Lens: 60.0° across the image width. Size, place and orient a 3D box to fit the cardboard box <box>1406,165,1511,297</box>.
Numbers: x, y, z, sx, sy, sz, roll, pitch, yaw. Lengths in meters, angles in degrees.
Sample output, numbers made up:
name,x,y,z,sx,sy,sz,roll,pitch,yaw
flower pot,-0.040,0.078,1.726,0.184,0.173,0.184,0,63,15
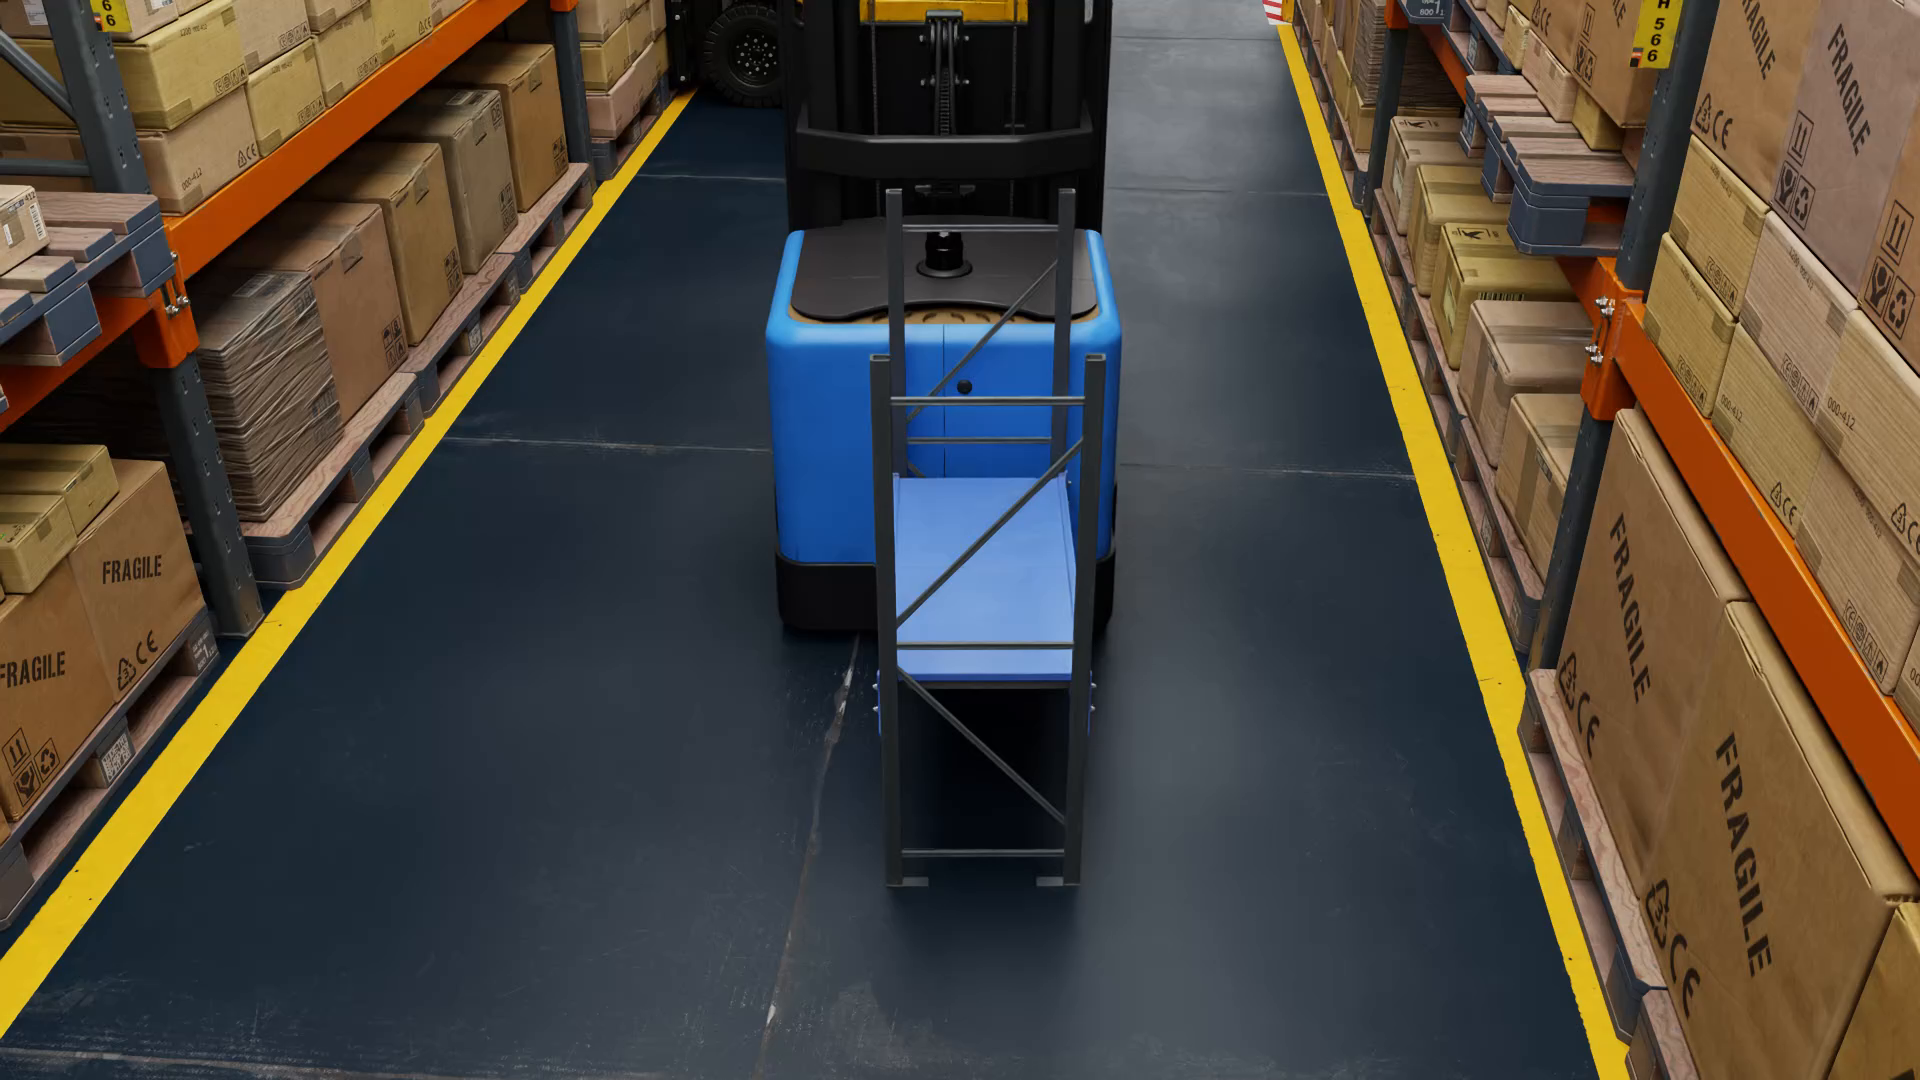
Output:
name,x,y,z,sx,sy,sz,roll,pitch,yaw
cardboard box,2.444,-1.307,7.116,0.950,0.372,0.625,4,32,7

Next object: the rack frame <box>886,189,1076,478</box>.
name,x,y,z,sx,sy,sz,roll,pitch,yaw
rack frame,0.054,-0.282,4.778,0.500,1.500,0.032,0,32,0

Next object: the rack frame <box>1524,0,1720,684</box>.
name,x,y,z,sx,sy,sz,roll,pitch,yaw
rack frame,2.213,-0.805,4.198,1.000,3.000,0.127,2,32,4

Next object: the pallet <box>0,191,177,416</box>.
name,x,y,z,sx,sy,sz,roll,pitch,yaw
pallet,-2.719,-0.576,4.009,1.213,0.211,1.003,2,32,4

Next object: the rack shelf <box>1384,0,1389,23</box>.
name,x,y,z,sx,sy,sz,roll,pitch,yaw
rack shelf,2.702,-3.637,9.478,1.077,0.370,4.000,2,32,4

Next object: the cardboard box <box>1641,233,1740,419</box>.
name,x,y,z,sx,sy,sz,roll,pitch,yaw
cardboard box,1.923,-0.496,3.839,0.500,0.250,0.500,2,32,3

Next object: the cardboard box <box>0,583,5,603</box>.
name,x,y,z,sx,sy,sz,roll,pitch,yaw
cardboard box,-2.579,0.143,4.024,0.380,0.149,0.250,1,32,2

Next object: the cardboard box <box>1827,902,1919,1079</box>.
name,x,y,z,sx,sy,sz,roll,pitch,yaw
cardboard box,1.924,1.212,2.550,0.875,0.875,0.875,3,32,5

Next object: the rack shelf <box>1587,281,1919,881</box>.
name,x,y,z,sx,sy,sz,roll,pitch,yaw
rack shelf,2.051,0.547,2.690,1.077,0.370,4.000,2,32,4

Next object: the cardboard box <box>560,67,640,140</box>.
name,x,y,z,sx,sy,sz,roll,pitch,yaw
cardboard box,-2.039,-2.354,8.932,0.500,0.250,0.500,3,32,4

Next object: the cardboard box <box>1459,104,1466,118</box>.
name,x,y,z,sx,sy,sz,roll,pitch,yaw
cardboard box,2.856,-2.202,8.685,0.500,0.250,0.500,1,32,2

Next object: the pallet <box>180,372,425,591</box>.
name,x,y,z,sx,sy,sz,roll,pitch,yaw
pallet,-2.628,-0.257,5.966,1.003,0.211,1.213,2,32,4

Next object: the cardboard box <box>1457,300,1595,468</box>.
name,x,y,z,sx,sy,sz,roll,pitch,yaw
cardboard box,2.321,-0.547,5.883,0.950,0.372,0.625,2,32,3

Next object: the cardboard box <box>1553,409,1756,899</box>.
name,x,y,z,sx,sy,sz,roll,pitch,yaw
cardboard box,2.074,0.278,4.065,0.875,0.875,0.875,2,32,4

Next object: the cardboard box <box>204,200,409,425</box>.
name,x,y,z,sx,sy,sz,roll,pitch,yaw
cardboard box,-2.624,-0.851,6.135,0.875,0.625,0.625,3,32,6

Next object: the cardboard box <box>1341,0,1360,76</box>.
name,x,y,z,sx,sy,sz,roll,pitch,yaw
cardboard box,2.359,-2.811,8.959,0.500,0.500,0.500,3,32,5

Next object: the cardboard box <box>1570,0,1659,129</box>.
name,x,y,z,sx,sy,sz,roll,pitch,yaw
cardboard box,1.973,-1.403,4.388,0.500,0.500,0.500,2,32,3

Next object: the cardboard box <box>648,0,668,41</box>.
name,x,y,z,sx,sy,sz,roll,pitch,yaw
cardboard box,-1.970,-3.094,9.655,0.500,0.250,0.500,2,32,4

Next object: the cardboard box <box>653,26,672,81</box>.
name,x,y,z,sx,sy,sz,roll,pitch,yaw
cardboard box,-1.987,-2.890,9.800,0.500,0.250,0.500,3,32,5

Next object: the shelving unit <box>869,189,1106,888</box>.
name,x,y,z,sx,sy,sz,roll,pitch,yaw
shelving unit,0.057,-0.015,4.345,0.538,1.500,1.048,0,32,0

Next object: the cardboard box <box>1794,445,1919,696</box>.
name,x,y,z,sx,sy,sz,roll,pitch,yaw
cardboard box,1.850,0.047,2.958,0.500,0.250,0.500,3,32,6

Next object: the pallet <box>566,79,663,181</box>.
name,x,y,z,sx,sy,sz,roll,pitch,yaw
pallet,-2.302,-2.334,9.336,1.003,0.211,1.213,2,32,4

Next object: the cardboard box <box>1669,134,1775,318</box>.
name,x,y,z,sx,sy,sz,roll,pitch,yaw
cardboard box,1.926,-0.700,3.693,0.500,0.250,0.500,2,32,4

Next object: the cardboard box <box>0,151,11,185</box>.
name,x,y,z,sx,sy,sz,roll,pitch,yaw
cardboard box,-2.952,-1.198,4.977,0.500,0.250,0.500,2,32,3

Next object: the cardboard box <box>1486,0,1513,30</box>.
name,x,y,z,sx,sy,sz,roll,pitch,yaw
cardboard box,2.053,-1.872,5.768,0.380,0.149,0.250,1,32,2

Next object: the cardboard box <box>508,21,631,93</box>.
name,x,y,z,sx,sy,sz,roll,pitch,yaw
cardboard box,-2.061,-2.568,8.802,0.500,0.250,0.500,2,32,4

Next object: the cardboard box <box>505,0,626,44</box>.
name,x,y,z,sx,sy,sz,roll,pitch,yaw
cardboard box,-2.056,-2.781,8.670,0.500,0.250,0.500,2,32,3

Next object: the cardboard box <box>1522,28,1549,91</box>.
name,x,y,z,sx,sy,sz,roll,pitch,yaw
cardboard box,1.960,-1.467,5.111,0.380,0.149,0.250,1,32,2

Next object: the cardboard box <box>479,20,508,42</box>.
name,x,y,z,sx,sy,sz,roll,pitch,yaw
cardboard box,-2.561,-2.807,8.713,0.500,0.250,0.500,3,32,5

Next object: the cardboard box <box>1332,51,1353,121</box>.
name,x,y,z,sx,sy,sz,roll,pitch,yaw
cardboard box,2.353,-2.505,9.176,0.500,0.250,0.500,2,32,3

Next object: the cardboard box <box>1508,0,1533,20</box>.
name,x,y,z,sx,sy,sz,roll,pitch,yaw
cardboard box,2.044,-1.938,5.256,0.500,0.500,0.500,0,32,1

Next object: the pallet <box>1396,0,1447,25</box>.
name,x,y,z,sx,sy,sz,roll,pitch,yaw
pallet,2.332,-2.422,7.004,1.003,0.211,1.213,2,32,4

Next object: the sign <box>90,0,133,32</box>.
name,x,y,z,sx,sy,sz,roll,pitch,yaw
sign,-2.192,-1.457,4.226,0.100,0.325,0.005,2,32,4

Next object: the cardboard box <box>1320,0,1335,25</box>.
name,x,y,z,sx,sy,sz,roll,pitch,yaw
cardboard box,2.435,-3.358,9.846,0.500,0.500,0.500,3,32,5

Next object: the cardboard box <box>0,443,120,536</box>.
name,x,y,z,sx,sy,sz,roll,pitch,yaw
cardboard box,-2.522,-0.137,4.478,0.380,0.149,0.250,1,32,2

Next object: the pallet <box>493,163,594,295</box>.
name,x,y,z,sx,sy,sz,roll,pitch,yaw
pallet,-2.430,-1.533,8.037,1.003,0.211,1.213,2,32,4

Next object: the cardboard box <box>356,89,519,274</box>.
name,x,y,z,sx,sy,sz,roll,pitch,yaw
cardboard box,-2.511,-1.596,7.344,0.875,0.625,0.625,2,32,3

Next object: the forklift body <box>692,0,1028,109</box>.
name,x,y,z,sx,sy,sz,roll,pitch,yaw
forklift body,-0.419,-3.768,9.814,2.313,2.155,1.214,2,32,4

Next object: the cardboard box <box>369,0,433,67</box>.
name,x,y,z,sx,sy,sz,roll,pitch,yaw
cardboard box,-2.330,-1.977,6.242,0.500,0.250,0.500,3,32,6

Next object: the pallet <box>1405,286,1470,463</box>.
name,x,y,z,sx,sy,sz,roll,pitch,yaw
pallet,2.380,-0.663,6.625,1.003,0.211,1.213,2,32,4

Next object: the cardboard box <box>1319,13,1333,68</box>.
name,x,y,z,sx,sy,sz,roll,pitch,yaw
cardboard box,2.443,-3.034,10.035,0.500,0.250,0.500,5,32,7

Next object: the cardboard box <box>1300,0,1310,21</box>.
name,x,y,z,sx,sy,sz,roll,pitch,yaw
cardboard box,2.523,-3.587,10.932,0.500,0.250,0.500,2,32,4

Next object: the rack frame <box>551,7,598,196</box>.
name,x,y,z,sx,sy,sz,roll,pitch,yaw
rack frame,-2.408,-3.107,7.933,1.000,3.000,0.127,2,32,4

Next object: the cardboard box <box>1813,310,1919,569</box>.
name,x,y,z,sx,sy,sz,roll,pitch,yaw
cardboard box,1.830,-0.170,2.833,0.500,0.250,0.500,2,32,4

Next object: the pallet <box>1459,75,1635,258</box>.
name,x,y,z,sx,sy,sz,roll,pitch,yaw
pallet,2.165,-1.101,4.860,1.213,0.211,1.003,2,32,4

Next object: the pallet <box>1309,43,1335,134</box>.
name,x,y,z,sx,sy,sz,roll,pitch,yaw
pallet,2.655,-2.702,9.934,1.003,0.211,1.213,2,32,4

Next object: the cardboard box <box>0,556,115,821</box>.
name,x,y,z,sx,sy,sz,roll,pitch,yaw
cardboard box,-2.605,0.361,4.287,0.500,0.500,0.500,2,32,3

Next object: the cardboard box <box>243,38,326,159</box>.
name,x,y,z,sx,sy,sz,roll,pitch,yaw
cardboard box,-2.408,-1.436,5.364,0.500,0.250,0.500,2,32,3

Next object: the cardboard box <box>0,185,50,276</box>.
name,x,y,z,sx,sy,sz,roll,pitch,yaw
cardboard box,-2.405,-0.728,3.911,0.380,0.149,0.250,3,32,5

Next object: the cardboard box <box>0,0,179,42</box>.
name,x,y,z,sx,sy,sz,roll,pitch,yaw
cardboard box,-2.415,-1.488,4.592,0.380,0.149,0.250,3,32,5

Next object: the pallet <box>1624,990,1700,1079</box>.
name,x,y,z,sx,sy,sz,roll,pitch,yaw
pallet,1.972,1.427,3.233,1.003,0.211,1.213,2,32,4

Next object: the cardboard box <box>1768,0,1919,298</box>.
name,x,y,z,sx,sy,sz,roll,pitch,yaw
cardboard box,1.899,-0.766,3.086,0.500,0.500,0.500,3,32,4

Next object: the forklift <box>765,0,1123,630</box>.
name,x,y,z,sx,sy,sz,roll,pitch,yaw
forklift,-0.052,-1.702,5.718,1.130,2.935,3.031,0,32,0

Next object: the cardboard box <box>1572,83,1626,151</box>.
name,x,y,z,sx,sy,sz,roll,pitch,yaw
cardboard box,1.955,-1.202,4.681,0.380,0.149,0.250,3,32,5

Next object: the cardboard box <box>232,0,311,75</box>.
name,x,y,z,sx,sy,sz,roll,pitch,yaw
cardboard box,-2.413,-1.648,5.231,0.500,0.250,0.500,3,32,6

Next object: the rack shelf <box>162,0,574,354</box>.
name,x,y,z,sx,sy,sz,roll,pitch,yaw
rack shelf,-2.571,-1.755,6.425,1.077,0.370,4.000,2,32,4
